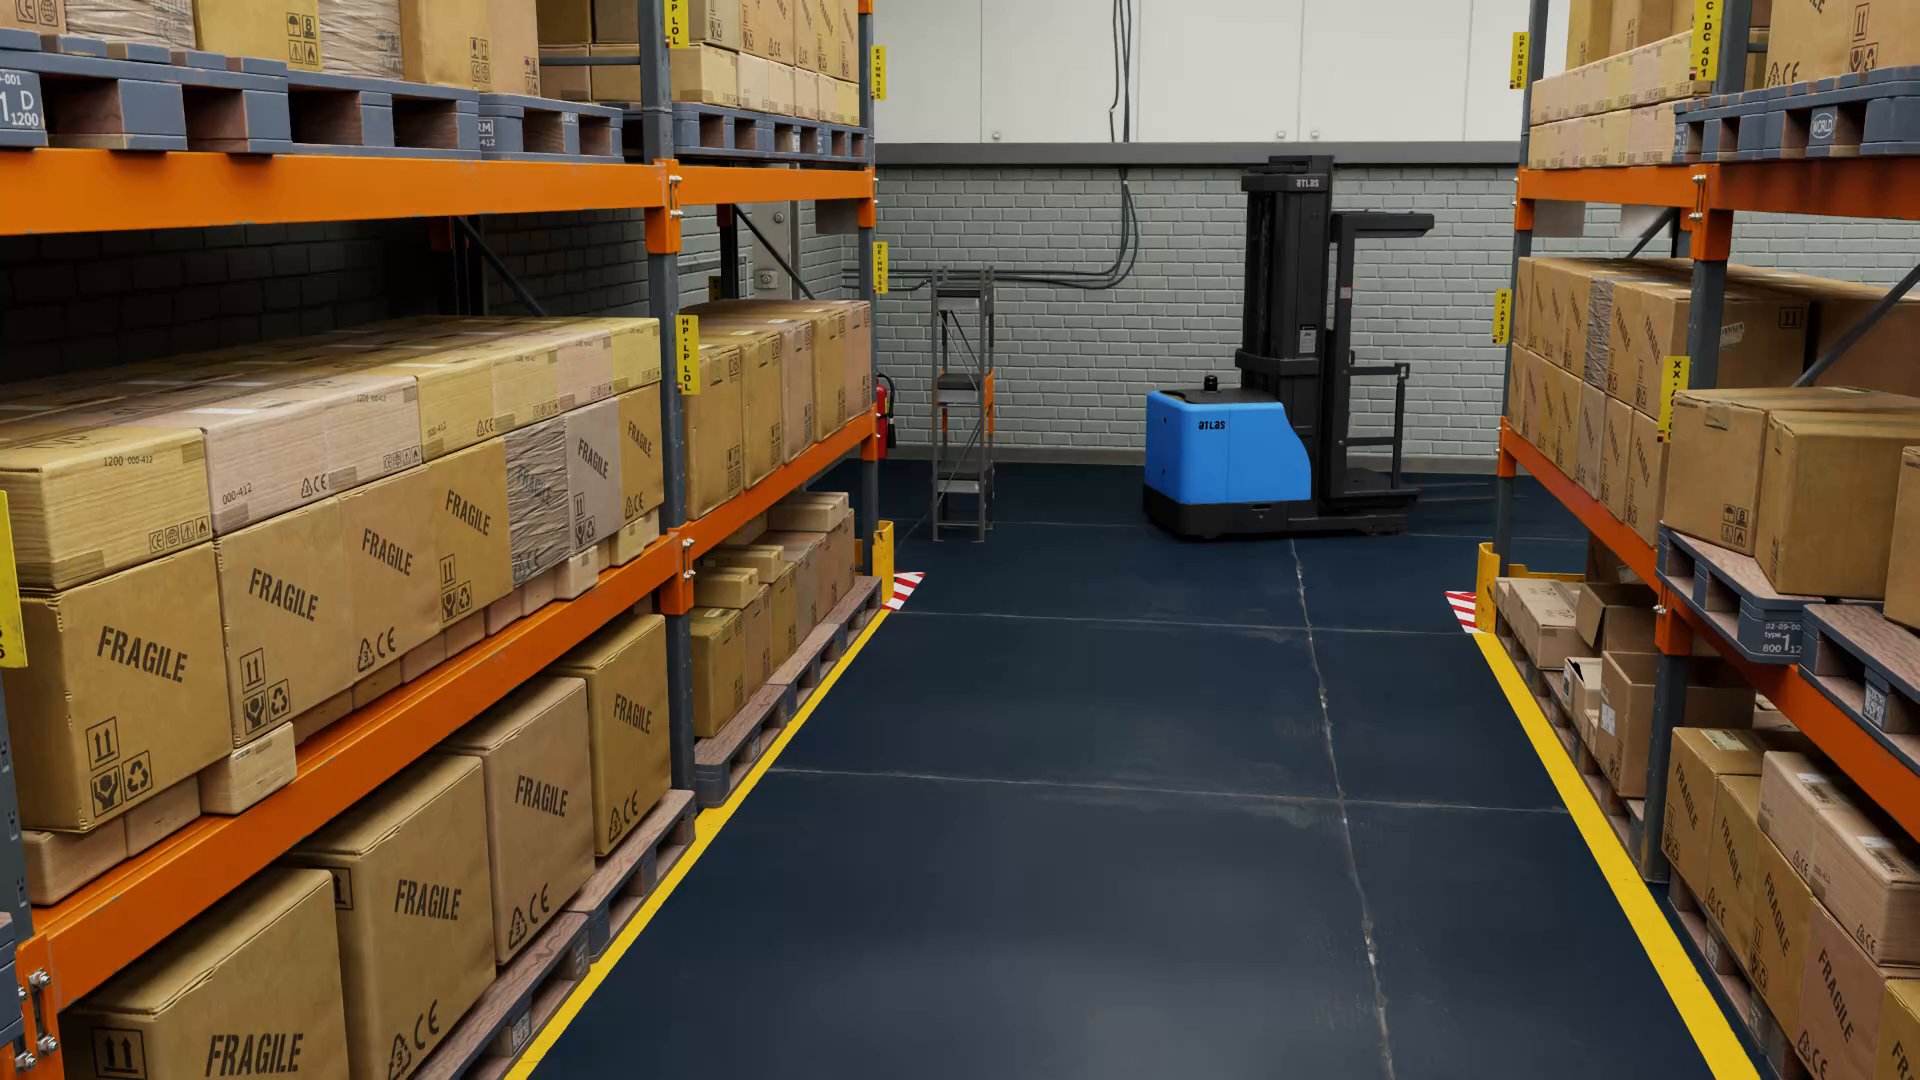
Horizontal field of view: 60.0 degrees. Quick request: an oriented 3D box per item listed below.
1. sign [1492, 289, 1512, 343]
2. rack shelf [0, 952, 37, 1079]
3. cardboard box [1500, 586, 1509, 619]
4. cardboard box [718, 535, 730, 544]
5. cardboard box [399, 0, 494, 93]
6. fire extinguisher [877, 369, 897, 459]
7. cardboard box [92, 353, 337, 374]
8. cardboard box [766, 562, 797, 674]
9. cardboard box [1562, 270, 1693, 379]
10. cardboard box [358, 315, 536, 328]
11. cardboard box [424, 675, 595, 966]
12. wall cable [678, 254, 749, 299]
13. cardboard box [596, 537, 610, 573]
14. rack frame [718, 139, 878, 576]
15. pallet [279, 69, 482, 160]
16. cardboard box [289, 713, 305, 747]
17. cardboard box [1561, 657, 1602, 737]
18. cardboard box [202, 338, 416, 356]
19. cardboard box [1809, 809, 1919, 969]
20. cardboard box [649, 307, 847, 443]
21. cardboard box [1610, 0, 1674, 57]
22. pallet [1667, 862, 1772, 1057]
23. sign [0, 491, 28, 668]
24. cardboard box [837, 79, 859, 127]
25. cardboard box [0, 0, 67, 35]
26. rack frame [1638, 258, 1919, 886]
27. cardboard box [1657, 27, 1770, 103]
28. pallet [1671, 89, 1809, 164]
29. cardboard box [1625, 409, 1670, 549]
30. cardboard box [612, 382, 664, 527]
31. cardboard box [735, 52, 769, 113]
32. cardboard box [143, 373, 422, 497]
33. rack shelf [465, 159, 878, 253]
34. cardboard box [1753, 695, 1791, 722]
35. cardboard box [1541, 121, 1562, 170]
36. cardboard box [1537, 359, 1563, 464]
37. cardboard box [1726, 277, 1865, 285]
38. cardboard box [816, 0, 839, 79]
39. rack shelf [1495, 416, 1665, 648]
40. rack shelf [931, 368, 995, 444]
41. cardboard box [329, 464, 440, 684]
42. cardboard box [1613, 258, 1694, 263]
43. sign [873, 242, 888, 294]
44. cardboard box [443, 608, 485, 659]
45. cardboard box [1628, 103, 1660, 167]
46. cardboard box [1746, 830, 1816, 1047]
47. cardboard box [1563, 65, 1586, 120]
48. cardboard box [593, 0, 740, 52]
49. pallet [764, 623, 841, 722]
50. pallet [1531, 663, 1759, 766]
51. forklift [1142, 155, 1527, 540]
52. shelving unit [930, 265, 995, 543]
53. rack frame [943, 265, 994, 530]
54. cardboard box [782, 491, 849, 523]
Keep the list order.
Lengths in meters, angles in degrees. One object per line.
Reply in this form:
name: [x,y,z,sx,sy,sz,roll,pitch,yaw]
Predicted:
sign: [3.312,-1.364,10.148,0.100,0.325,0.005,2,12,9]
rack shelf: [-2.585,1.350,1.315,1.077,0.370,4.000,2,12,9]
cardboard box: [3.406,0.375,9.815,0.380,0.166,0.250,2,12,9]
cardboard box: [-1.467,0.050,9.040,0.380,0.149,0.250,2,12,8]
cardboard box: [-1.928,-1.683,5.281,0.700,0.500,0.500,2,12,8]
fire extinguisher: [-0.568,-0.879,11.022,0.296,0.674,0.183,2,12,9]
cardboard box: [-2.221,-0.412,5.012,0.500,0.250,0.500,2,12,7]
cardboard box: [-1.284,0.403,8.941,0.700,0.500,0.500,2,12,10]
cardboard box: [3.288,-1.058,8.173,0.500,0.500,0.500,2,12,8]
cardboard box: [-1.990,-0.734,6.507,0.500,0.250,0.500,2,12,10]
cardboard box: [-1.767,0.920,5.711,0.750,0.750,0.750,2,12,10]
wall cable: [-1.785,-1.877,12.171,0.084,1.984,1.851,2,12,9]
cardboard box: [-1.534,0.048,6.200,0.380,0.149,0.250,2,12,10]
rack frame: [-1.047,-1.083,10.899,1.000,3.000,0.127,2,12,9]
pallet: [-2.062,-1.160,4.586,1.003,0.211,1.213,2,12,11]
cardboard box: [-1.909,0.473,4.226,0.380,0.149,0.250,2,12,8]
cardboard box: [3.156,0.725,7.848,0.500,0.311,0.500,2,12,9]
cardboard box: [-2.136,-0.520,5.515,0.500,0.250,0.500,1,12,7]
cardboard box: [2.688,0.955,4.551,0.500,0.250,0.500,2,12,8]
cardboard box: [-1.216,-0.971,9.668,0.980,0.700,0.700,2,12,8]
cardboard box: [3.485,-2.510,7.789,0.700,0.500,0.500,2,12,9]
pallet: [3.146,1.443,5.796,1.003,0.211,1.213,2,12,9]
sign: [-1.740,0.071,2.985,0.100,0.325,0.005,2,12,9]
cardboard box: [-0.897,-2.569,9.796,0.500,0.250,0.500,2,12,10]
cardboard box: [-2.261,-1.249,3.267,0.700,0.500,0.500,1,12,4]
rack frame: [3.233,-0.091,6.294,1.000,3.000,0.127,2,12,9]
cardboard box: [3.040,-1.838,6.451,0.500,0.250,0.500,2,12,9]
pallet: [3.064,-1.332,5.378,1.213,0.211,1.003,2,12,9]
cardboard box: [3.057,-0.252,6.805,0.500,0.500,0.500,2,12,10]
cardboard box: [-1.484,-0.350,6.507,0.500,0.500,0.500,2,12,8]
cardboard box: [-1.203,-2.138,7.798,0.500,0.250,0.500,2,12,7]
cardboard box: [-1.798,-0.291,4.451,0.500,0.250,0.500,2,12,9]
rack shelf: [-1.354,-1.781,8.727,1.077,0.370,4.000,2,12,9]
cardboard box: [3.635,0.819,7.756,0.380,0.166,0.250,2,12,9]
cardboard box: [3.429,-2.114,8.918,0.500,0.250,0.500,2,12,9]
cardboard box: [3.366,-0.676,8.774,0.500,0.500,0.500,2,12,8]
cardboard box: [3.742,-0.932,7.586,0.500,0.500,0.500,2,12,7]
cardboard box: [-0.978,-2.832,9.235,0.500,0.500,0.500,2,12,10]
rack shelf: [3.541,-0.155,8.301,1.077,0.370,4.000,2,12,9]
rack shelf: [0.025,-1.048,12.935,0.431,0.518,0.480,2,12,9]
cardboard box: [-1.782,0.073,4.542,0.500,0.500,0.500,2,12,8]
cardboard box: [4.052,-1.359,9.570,0.500,0.500,0.500,2,12,8]
sign: [-0.513,-1.744,10.657,0.100,0.325,0.005,2,12,9]
cardboard box: [-1.725,0.260,5.215,0.380,0.149,0.250,2,12,10]
cardboard box: [3.133,-1.697,6.985,0.500,0.250,0.500,2,12,9]
cardboard box: [2.763,1.224,5.082,0.500,0.500,0.500,2,12,9]
cardboard box: [3.358,-2.254,8.382,0.500,0.250,0.500,2,12,9]
cardboard box: [-1.275,-2.403,7.247,0.500,0.500,0.500,2,12,8]
pallet: [-1.282,0.702,9.233,1.003,0.211,1.213,2,12,9]
pallet: [3.525,0.875,8.433,1.003,0.211,1.213,2,12,9]
forklift: [3.078,-1.571,13.324,3.031,2.935,1.130,-3,12,-11]
shelving unit: [0.025,-1.061,12.932,0.431,2.100,0.503,2,12,9]
rack frame: [0.063,-1.112,13.168,0.400,2.100,0.015,2,12,9]
cardboard box: [-0.895,-0.202,10.207,0.380,0.149,0.250,2,12,8]
